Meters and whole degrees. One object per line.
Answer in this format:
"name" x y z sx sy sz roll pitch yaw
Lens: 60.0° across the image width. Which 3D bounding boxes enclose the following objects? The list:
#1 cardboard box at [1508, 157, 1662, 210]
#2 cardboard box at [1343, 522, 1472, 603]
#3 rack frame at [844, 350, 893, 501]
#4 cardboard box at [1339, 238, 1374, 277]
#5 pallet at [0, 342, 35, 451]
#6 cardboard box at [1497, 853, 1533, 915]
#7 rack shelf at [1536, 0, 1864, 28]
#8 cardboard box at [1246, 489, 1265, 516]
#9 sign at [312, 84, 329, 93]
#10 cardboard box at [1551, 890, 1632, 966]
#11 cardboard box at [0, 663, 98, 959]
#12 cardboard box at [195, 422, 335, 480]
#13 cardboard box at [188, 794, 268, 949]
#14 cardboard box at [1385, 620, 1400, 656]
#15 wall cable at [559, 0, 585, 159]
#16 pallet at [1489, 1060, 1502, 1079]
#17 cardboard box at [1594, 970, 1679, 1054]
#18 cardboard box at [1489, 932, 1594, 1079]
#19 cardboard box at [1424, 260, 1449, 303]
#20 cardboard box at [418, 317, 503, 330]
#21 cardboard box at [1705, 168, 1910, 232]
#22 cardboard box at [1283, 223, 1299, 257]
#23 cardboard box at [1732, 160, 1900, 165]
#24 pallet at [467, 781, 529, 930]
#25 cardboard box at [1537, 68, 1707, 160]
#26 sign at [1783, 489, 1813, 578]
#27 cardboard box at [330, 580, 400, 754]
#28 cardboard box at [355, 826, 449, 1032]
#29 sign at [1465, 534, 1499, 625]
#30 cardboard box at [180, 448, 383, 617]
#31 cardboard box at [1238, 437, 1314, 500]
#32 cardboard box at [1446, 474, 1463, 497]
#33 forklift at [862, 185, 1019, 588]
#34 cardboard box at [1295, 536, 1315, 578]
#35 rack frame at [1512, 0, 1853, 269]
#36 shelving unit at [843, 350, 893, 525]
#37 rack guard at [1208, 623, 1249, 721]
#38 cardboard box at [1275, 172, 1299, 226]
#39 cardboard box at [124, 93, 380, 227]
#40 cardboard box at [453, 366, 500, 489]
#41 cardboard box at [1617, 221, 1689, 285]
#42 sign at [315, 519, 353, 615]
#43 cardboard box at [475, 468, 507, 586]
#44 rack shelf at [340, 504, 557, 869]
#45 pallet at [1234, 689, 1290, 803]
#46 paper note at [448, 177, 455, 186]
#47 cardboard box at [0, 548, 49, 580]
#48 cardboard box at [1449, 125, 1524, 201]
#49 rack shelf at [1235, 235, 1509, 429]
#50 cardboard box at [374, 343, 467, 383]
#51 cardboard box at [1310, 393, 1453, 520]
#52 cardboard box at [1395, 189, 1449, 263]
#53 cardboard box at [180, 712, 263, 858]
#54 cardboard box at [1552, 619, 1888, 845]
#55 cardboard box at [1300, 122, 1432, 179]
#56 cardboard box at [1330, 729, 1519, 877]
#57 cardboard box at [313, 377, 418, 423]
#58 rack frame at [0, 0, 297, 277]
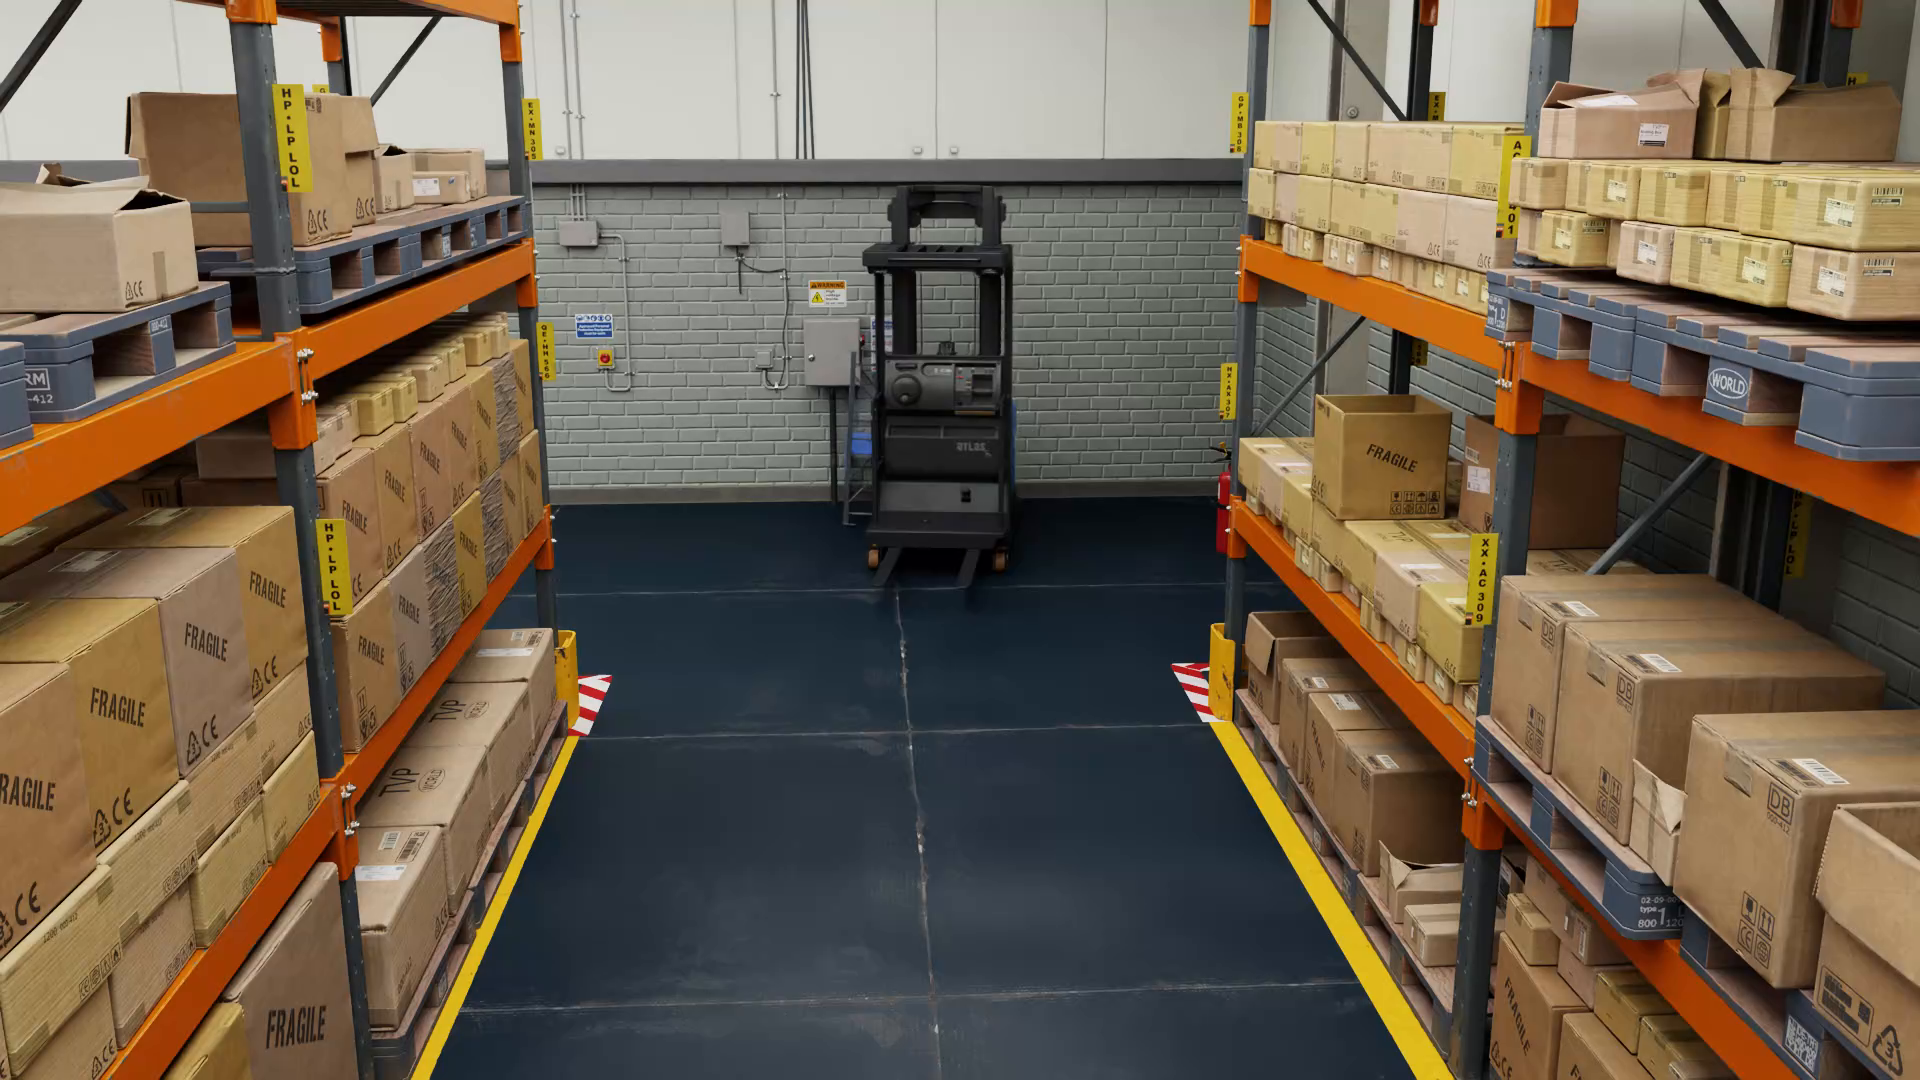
"cardboard box" 1.925 -1.100 5.126 0.380 0.149 0.250 0 14 -2
"cardboard box" 2.005 0.103 7.311 0.500 0.250 0.500 -1 14 -4
"rack frame" -0.780 -1.083 15.266 0.500 1.500 0.032 3 13 -4
"cardboard box" 1.902 -1.253 7.359 0.380 0.149 0.250 -1 14 -2
"pallet" -2.527 -0.181 3.067 1.003 0.211 1.213 0 14 -1
"cardboard box" 2.539 1.477 6.821 0.500 0.311 0.500 0 14 -1
"rack shelf" 2.468 -1.320 3.344 1.077 0.370 4.000 -1 14 -3
"cardboard box" 1.843 -0.241 9.449 0.380 0.149 0.250 -1 14 -4
"sign" -3.412 -2.279 8.930 0.100 0.325 0.005 -1 14 -3
"cardboard box" 2.164 1.252 5.416 0.380 0.149 0.250 -2 15 -6
"cardboard box" -2.234 0.581 3.540 0.500 0.500 0.500 -1 14 -3
"cardboard box" -2.371 -0.306 5.687 0.380 0.149 0.250 -1 14 -4
"cardboard box" -2.300 0.930 4.692 0.500 0.250 0.500 -1 14 -4
"cardboard box" 2.005 0.398 6.965 0.380 0.149 0.250 -1 14 -2
"wall cable" -3.492 -4.687 14.184 0.463 3.000 0.029 -1 14 -3
"pallet" 2.432 2.098 5.449 1.003 0.211 1.213 -1 14 -3
"cardboard box" 2.222 1.463 5.191 0.380 0.149 0.250 -2 15 -6
"cardboard box" 2.149 1.677 5.664 0.500 0.500 0.500 0 14 -1
"cardboard box" 2.007 -0.998 6.370 0.380 0.149 0.250 0 14 -2
"cardboard box" -2.596 -1.069 8.654 0.380 0.149 0.250 -1 14 -2
"cardboard box" 2.102 -0.845 4.134 0.380 0.149 0.250 -1 14 -3
"cardboard box" 1.838 -1.505 8.340 0.380 0.149 0.250 -1 14 -2
"cardboard box" 2.517 -1.045 4.911 0.380 0.149 0.250 -1 14 -3
"pallet" -2.658 1.479 7.853 1.003 0.211 1.213 -1 14 -3
"cardboard box" 2.014 -1.301 5.078 0.396 0.266 0.258 -1 14 -4
"sign" 2.898 -0.024 5.778 0.100 0.325 0.005 -1 14 -3
"cardboard box" -2.378 0.454 6.041 0.500 0.500 0.500 0 14 -2
"cardboard box" -2.542 1.503 6.464 0.875 0.438 0.875 -1 14 -4
"sign" 1.803 0.137 5.738 0.100 0.325 0.005 -1 14 -3
"cardboard box" -2.398 -0.032 5.922 0.500 0.500 0.500 -1 14 -3
"cardboard box" 1.855 -0.403 9.279 0.500 0.250 0.500 -1 14 -3
"cardboard box" 2.446 -0.159 8.327 0.500 0.250 0.500 0 14 -2
"forklift" -0.150 -1.249 12.999 1.130 2.935 3.031 1 14 5
"cardboard box" 1.873 0.080 8.201 0.380 0.149 0.250 -1 14 -5
"rack frame" 2.344 -2.360 5.138 1.000 3.000 0.127 -1 14 -3
"shelving unit" -0.750 -0.968 14.772 0.538 1.500 1.048 3 13 -4
"rack guard" 2.101 0.780 9.990 1.175 0.500 0.348 -1 14 -3
"cardboard box" 1.903 -1.733 8.424 0.500 0.250 0.500 -1 14 -2
"cardboard box" -2.726 -1.466 6.434 0.797 0.503 0.637 0 14 1
"cardboard box" -2.501 -0.535 7.880 0.500 0.500 0.500 -1 14 -4
"cardboard box" 1.991 -0.766 4.425 0.380 0.149 0.250 -1 14 -3
"sign" -2.069 0.090 5.492 0.100 0.325 0.005 -1 14 -3
"cardboard box" -2.506 -0.051 8.005 0.500 0.500 0.500 0 14 -2
"rack shelf" -2.734 0.474 7.607 1.077 0.370 4.000 -1 14 -3
"pallet" 2.151 1.119 9.255 1.003 0.211 1.213 -1 14 -3
"paper note" -2.147 -1.516 7.028 0.006 0.032 0.123 -1 14 -3
"cardboard box" -2.811 0.331 4.514 0.500 0.500 0.500 -1 14 -4
"cardboard box" 2.072 -1.342 5.905 0.500 0.250 0.500 -1 14 -3
"rack shelf" 2.220 -1.056 7.535 1.077 0.370 4.000 -1 14 -3
"cardboard box" -2.502 -0.816 7.668 0.380 0.149 0.250 -1 14 -2
"cardboard box" 1.948 -0.394 7.736 0.500 0.500 0.500 -1 14 -2
"cardboard box" 2.021 -1.224 6.447 0.500 0.250 0.500 -1 14 -5
"cardboard box" -2.302 0.684 4.646 0.500 0.250 0.500 -1 14 -2
"cardboard box" 2.183 0.546 4.839 0.700 0.500 0.500 -1 14 -3
"cardboard box" 1.930 -1.850 7.876 0.500 0.250 0.500 -1 14 -4
"cardboard box" 2.118 1.183 7.582 0.700 0.500 0.500 -1 14 -6
"cardboard box" -2.402 -0.562 6.681 0.380 0.149 0.250 -1 14 -5
"rack frame" -2.610 -2.282 4.837 1.000 3.000 0.127 -1 14 -3
